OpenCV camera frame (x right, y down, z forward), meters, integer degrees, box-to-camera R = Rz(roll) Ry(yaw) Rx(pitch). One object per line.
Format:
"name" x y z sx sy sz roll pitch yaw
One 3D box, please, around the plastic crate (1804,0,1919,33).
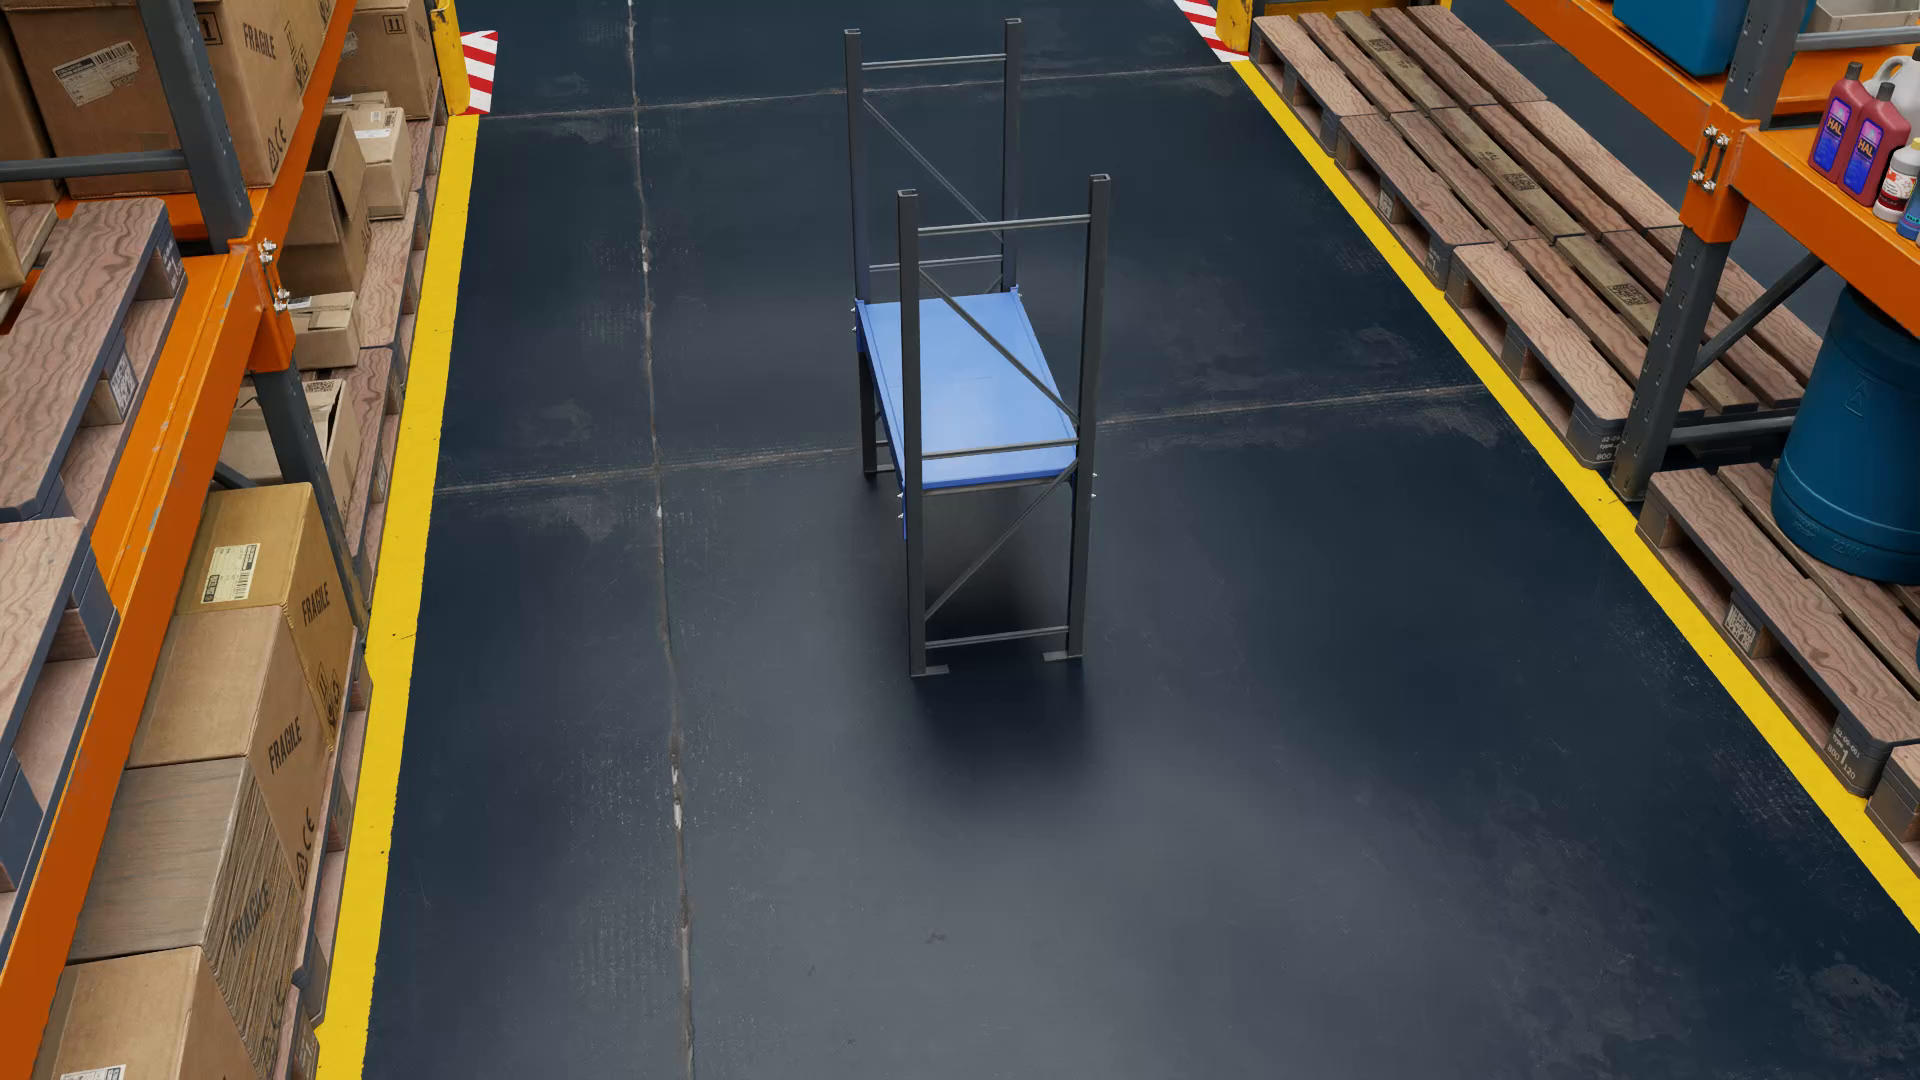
"plastic crate" 2.699 -1.605 5.037 0.396 0.136 0.243 -6 38 -8

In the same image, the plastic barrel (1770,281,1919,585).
"plastic barrel" 2.719 -0.396 4.683 0.600 0.901 0.708 -6 38 -8

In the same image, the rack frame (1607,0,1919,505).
"rack frame" 2.640 -1.389 4.593 1.000 3.000 0.127 -6 38 -8

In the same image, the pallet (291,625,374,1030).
"pallet" -2.057 0.730 4.139 1.003 0.211 1.213 -6 38 -8

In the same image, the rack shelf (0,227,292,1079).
"rack shelf" -1.886 0.633 2.576 1.077 0.370 4.000 -6 38 -8

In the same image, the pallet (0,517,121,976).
"pallet" -1.881 0.459 2.371 1.003 0.211 1.213 -6 38 -8

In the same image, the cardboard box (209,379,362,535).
"cardboard box" -2.098 -0.248 4.957 0.500 0.311 0.500 -6 38 -8

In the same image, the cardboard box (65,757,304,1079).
"cardboard box" -1.703 0.824 3.423 0.500 0.500 0.500 -6 38 -7

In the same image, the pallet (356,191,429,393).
"pallet" -2.574 -0.911 6.251 1.003 0.211 1.213 -6 38 -8

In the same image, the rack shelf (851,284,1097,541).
"rack shelf" 0.015 -0.399 4.834 0.538 0.185 1.000 -6 38 -8

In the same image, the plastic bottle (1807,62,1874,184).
"plastic bottle" 2.284 -1.076 4.285 0.061 0.283 0.133 -6 38 -8

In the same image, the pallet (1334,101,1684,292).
"pallet" 2.256 -1.467 6.966 1.003 0.211 1.213 -6 38 -8

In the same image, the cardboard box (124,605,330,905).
"cardboard box" -1.790 0.521 3.813 0.500 0.500 0.500 -6 38 -8

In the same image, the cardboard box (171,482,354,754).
"cardboard box" -1.868 0.222 4.198 0.500 0.500 0.500 -6 38 -8

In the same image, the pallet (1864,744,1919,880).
"pallet" 2.952 0.921 3.893 1.003 0.211 1.213 -6 38 -8

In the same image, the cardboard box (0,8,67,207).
"cardboard box" -2.577 -1.173 4.233 0.500 0.500 0.500 -6 38 -7

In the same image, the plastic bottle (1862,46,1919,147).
"plastic bottle" 2.390 -1.098 4.259 0.144 0.351 0.185 -6 38 -8

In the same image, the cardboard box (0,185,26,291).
"cardboard box" -2.374 -0.754 3.352 0.700 0.500 0.500 -19 42 -23

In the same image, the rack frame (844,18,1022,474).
"rack frame" -0.074 -0.848 5.119 0.500 1.500 0.032 -6 38 -8

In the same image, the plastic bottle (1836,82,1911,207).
"plastic bottle" 2.308 -0.995 4.181 0.061 0.283 0.133 -6 38 -8

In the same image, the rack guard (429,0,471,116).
"rack guard" -2.925 -2.242 7.728 1.175 0.500 0.348 -6 38 -8

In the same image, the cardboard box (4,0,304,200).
"cardboard box" -2.058 -1.235 4.314 0.500 0.500 0.500 -5 38 -7

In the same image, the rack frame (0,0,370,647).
"rack frame" -2.237 -0.859 3.911 1.000 3.000 0.127 -6 38 -8

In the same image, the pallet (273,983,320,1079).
"pallet" -1.840 1.468 3.188 1.003 0.211 1.213 -6 38 -8

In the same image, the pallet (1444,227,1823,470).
"pallet" 2.473 -0.728 6.015 1.003 0.211 1.213 -6 38 -8

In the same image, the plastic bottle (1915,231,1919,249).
"plastic bottle" 2.410 -0.799 3.934 0.152 0.276 0.135 -6 38 -8

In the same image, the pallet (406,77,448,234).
"pallet" -2.784 -1.646 7.197 1.003 0.211 1.213 -6 38 -8

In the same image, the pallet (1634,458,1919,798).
"pallet" 2.734 0.182 4.843 1.003 0.211 1.213 -6 38 -8

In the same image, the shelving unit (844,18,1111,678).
"shelving unit" 0.015 -0.541 4.724 0.538 1.500 1.048 -6 38 -8

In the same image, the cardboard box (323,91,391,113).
"cardboard box" -2.618 -1.773 7.039 0.380 0.166 0.250 -6 38 -8

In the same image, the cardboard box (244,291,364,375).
"cardboard box" -2.259 -0.712 5.672 0.380 0.166 0.250 -6 38 -8

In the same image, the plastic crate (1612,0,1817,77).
"plastic crate" 2.223 -1.652 4.896 0.392 0.384 0.575 -6 38 -8

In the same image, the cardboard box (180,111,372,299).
"cardboard box" -2.572 -1.181 6.001 0.797 0.503 0.637 -6 38 -8

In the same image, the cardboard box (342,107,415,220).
"cardboard box" -2.464 -1.484 6.598 0.500 0.250 0.500 -6 38 -8

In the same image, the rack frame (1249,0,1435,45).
"rack frame" 1.939 -3.805 7.703 1.000 3.000 0.127 -6 38 -8

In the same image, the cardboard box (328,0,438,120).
"cardboard box" -2.601 -2.160 7.264 0.500 0.500 0.500 -6 38 -8

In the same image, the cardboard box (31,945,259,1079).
"cardboard box" -1.611 1.131 3.028 0.500 0.500 0.500 -7 38 -9

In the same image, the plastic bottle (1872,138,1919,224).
"plastic bottle" 2.346 -0.895 4.119 0.097 0.201 0.097 0 38 0

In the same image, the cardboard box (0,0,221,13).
"cardboard box" -2.043 -1.608 3.978 0.500 0.500 0.500 -5 38 -7

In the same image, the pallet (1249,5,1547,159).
"pallet" 2.045 -2.202 7.912 1.003 0.211 1.213 -6 38 -8

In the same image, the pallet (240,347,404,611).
"pallet" -2.357 -0.172 5.300 1.003 0.211 1.213 -6 38 -8

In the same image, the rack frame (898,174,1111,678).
"rack frame" 0.104 -0.234 4.328 0.500 1.500 0.032 -6 38 -8

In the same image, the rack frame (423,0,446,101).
"rack frame" -2.938 -3.275 7.020 1.000 3.000 0.127 -6 38 -8

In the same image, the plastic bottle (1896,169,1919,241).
"plastic bottle" 2.363 -0.864 4.022 0.097 0.271 0.097 0 38 0

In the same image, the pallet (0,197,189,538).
"pallet" -2.204 -0.289 3.333 1.003 0.211 1.213 -6 38 -8

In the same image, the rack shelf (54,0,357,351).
"rack shelf" -2.588 -1.783 5.686 1.077 0.370 4.000 -6 38 -8

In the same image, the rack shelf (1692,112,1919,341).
"rack shelf" 2.991 0.103 3.259 1.077 0.370 4.000 -6 38 -8

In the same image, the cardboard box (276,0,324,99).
"cardboard box" -2.151 -1.544 4.711 0.500 0.500 0.500 -6 38 -7

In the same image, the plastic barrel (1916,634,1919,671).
"plastic barrel" 2.843 0.032 4.132 0.600 0.901 0.708 -6 38 -8

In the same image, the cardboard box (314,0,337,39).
"cardboard box" -2.237 -1.847 5.101 0.500 0.500 0.500 -6 38 -8

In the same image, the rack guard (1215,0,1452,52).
"rack guard" 1.922 -2.831 8.487 1.175 0.500 0.348 -6 38 -8

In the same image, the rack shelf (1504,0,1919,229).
"rack shelf" 2.290 -2.313 6.369 1.077 0.370 4.000 -6 38 -8
